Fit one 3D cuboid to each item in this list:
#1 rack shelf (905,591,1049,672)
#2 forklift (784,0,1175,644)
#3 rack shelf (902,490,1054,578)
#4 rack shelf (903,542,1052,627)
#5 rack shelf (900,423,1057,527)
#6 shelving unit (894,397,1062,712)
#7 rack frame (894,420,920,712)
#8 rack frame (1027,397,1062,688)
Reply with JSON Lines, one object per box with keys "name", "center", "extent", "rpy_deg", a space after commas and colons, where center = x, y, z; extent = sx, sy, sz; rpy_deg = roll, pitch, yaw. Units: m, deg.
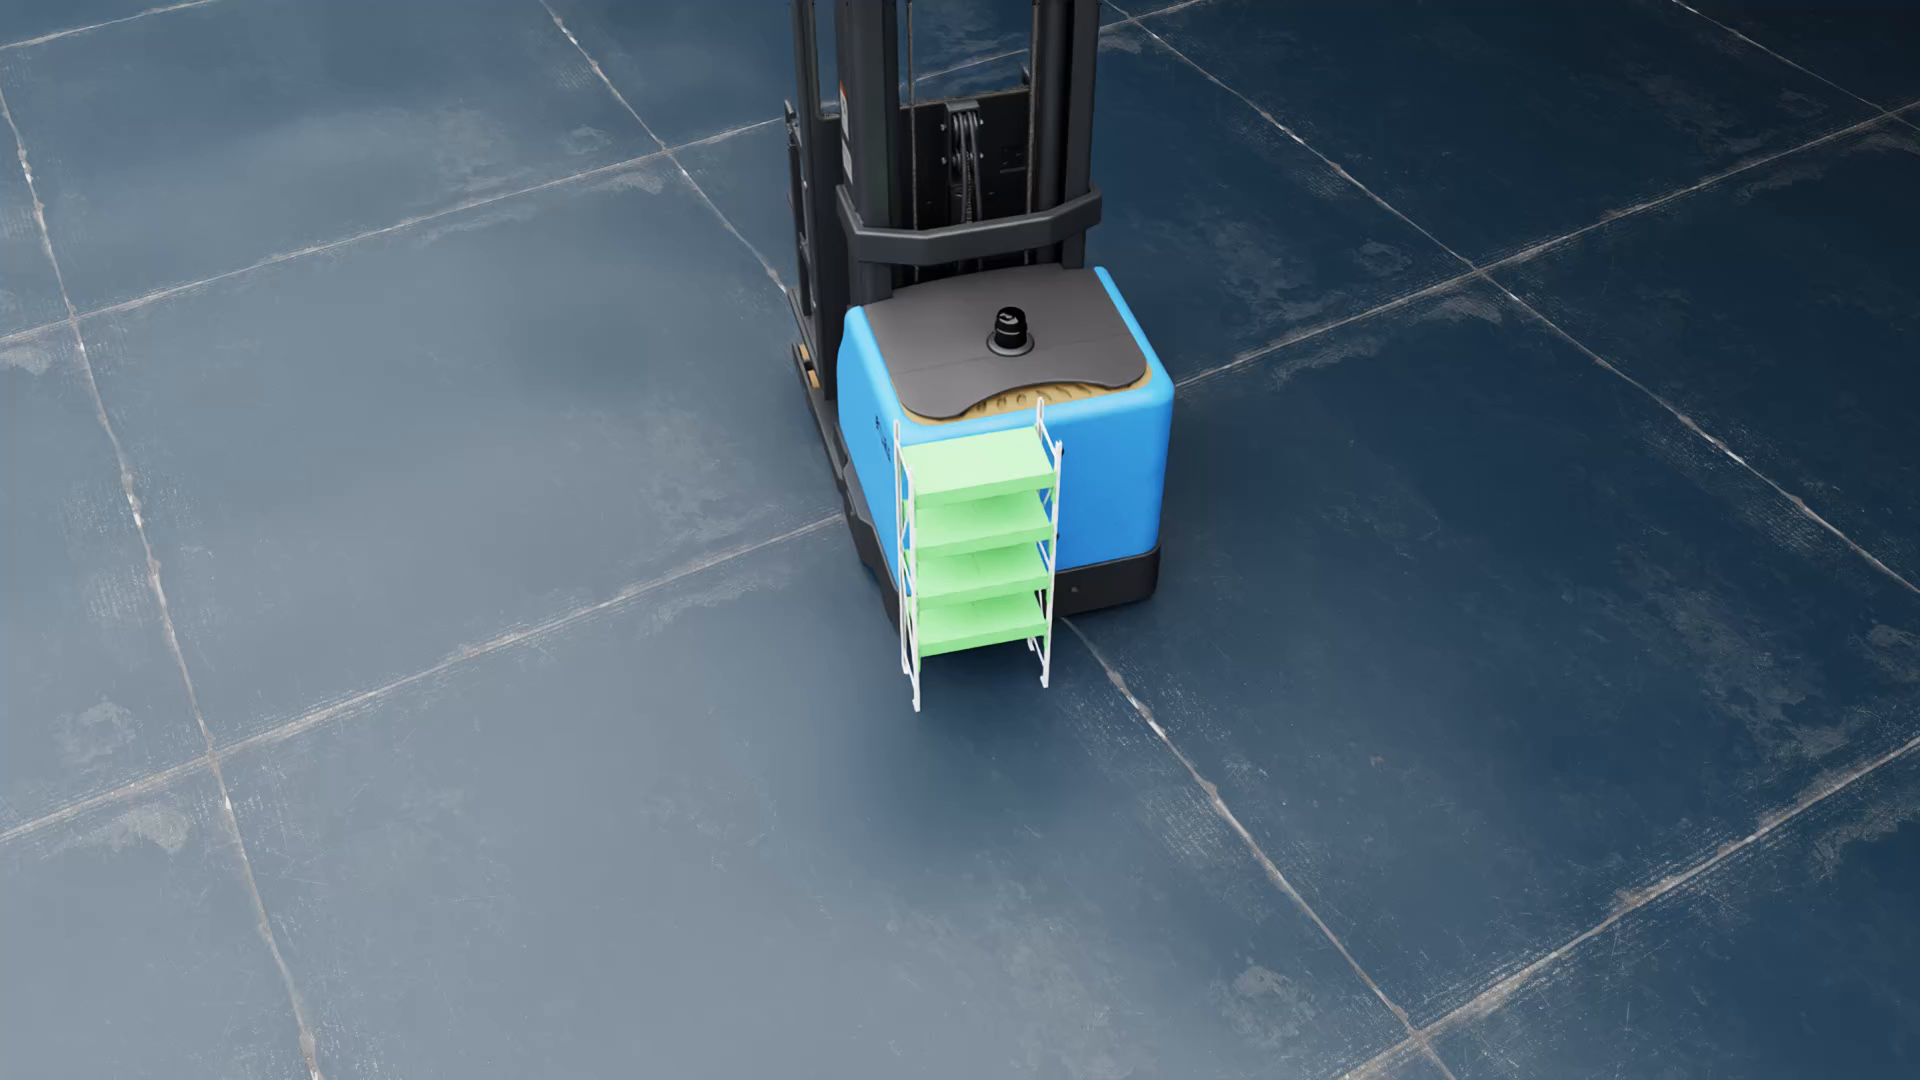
{"name": "rack shelf", "center": [0.054, 0.296, 6.019], "extent": [0.480, 0.148, 0.258], "rpy_deg": [-10, 45, -10]}
{"name": "forklift", "center": [-0.122, -1.705, 6.402], "extent": [1.130, 2.935, 3.031], "rpy_deg": [-11, 45, -11]}
{"name": "rack shelf", "center": [0.055, -0.047, 5.683], "extent": [0.480, 0.148, 0.258], "rpy_deg": [-10, 45, -10]}
{"name": "rack shelf", "center": [0.055, 0.125, 5.851], "extent": [0.480, 0.148, 0.258], "rpy_deg": [-10, 45, -10]}
{"name": "rack shelf", "center": [0.055, -0.218, 5.515], "extent": [0.480, 0.148, 0.258], "rpy_deg": [-10, 45, -10]}
{"name": "shelving unit", "center": [0.055, 0.079, 5.806], "extent": [0.503, 1.200, 0.258], "rpy_deg": [-10, 45, -10]}
{"name": "rack frame", "center": [-0.182, 0.119, 5.765], "extent": [0.015, 1.200, 0.240], "rpy_deg": [-10, 45, -10]}
{"name": "rack frame", "center": [0.292, 0.039, 5.847], "extent": [0.015, 1.200, 0.240], "rpy_deg": [-10, 45, -10]}
